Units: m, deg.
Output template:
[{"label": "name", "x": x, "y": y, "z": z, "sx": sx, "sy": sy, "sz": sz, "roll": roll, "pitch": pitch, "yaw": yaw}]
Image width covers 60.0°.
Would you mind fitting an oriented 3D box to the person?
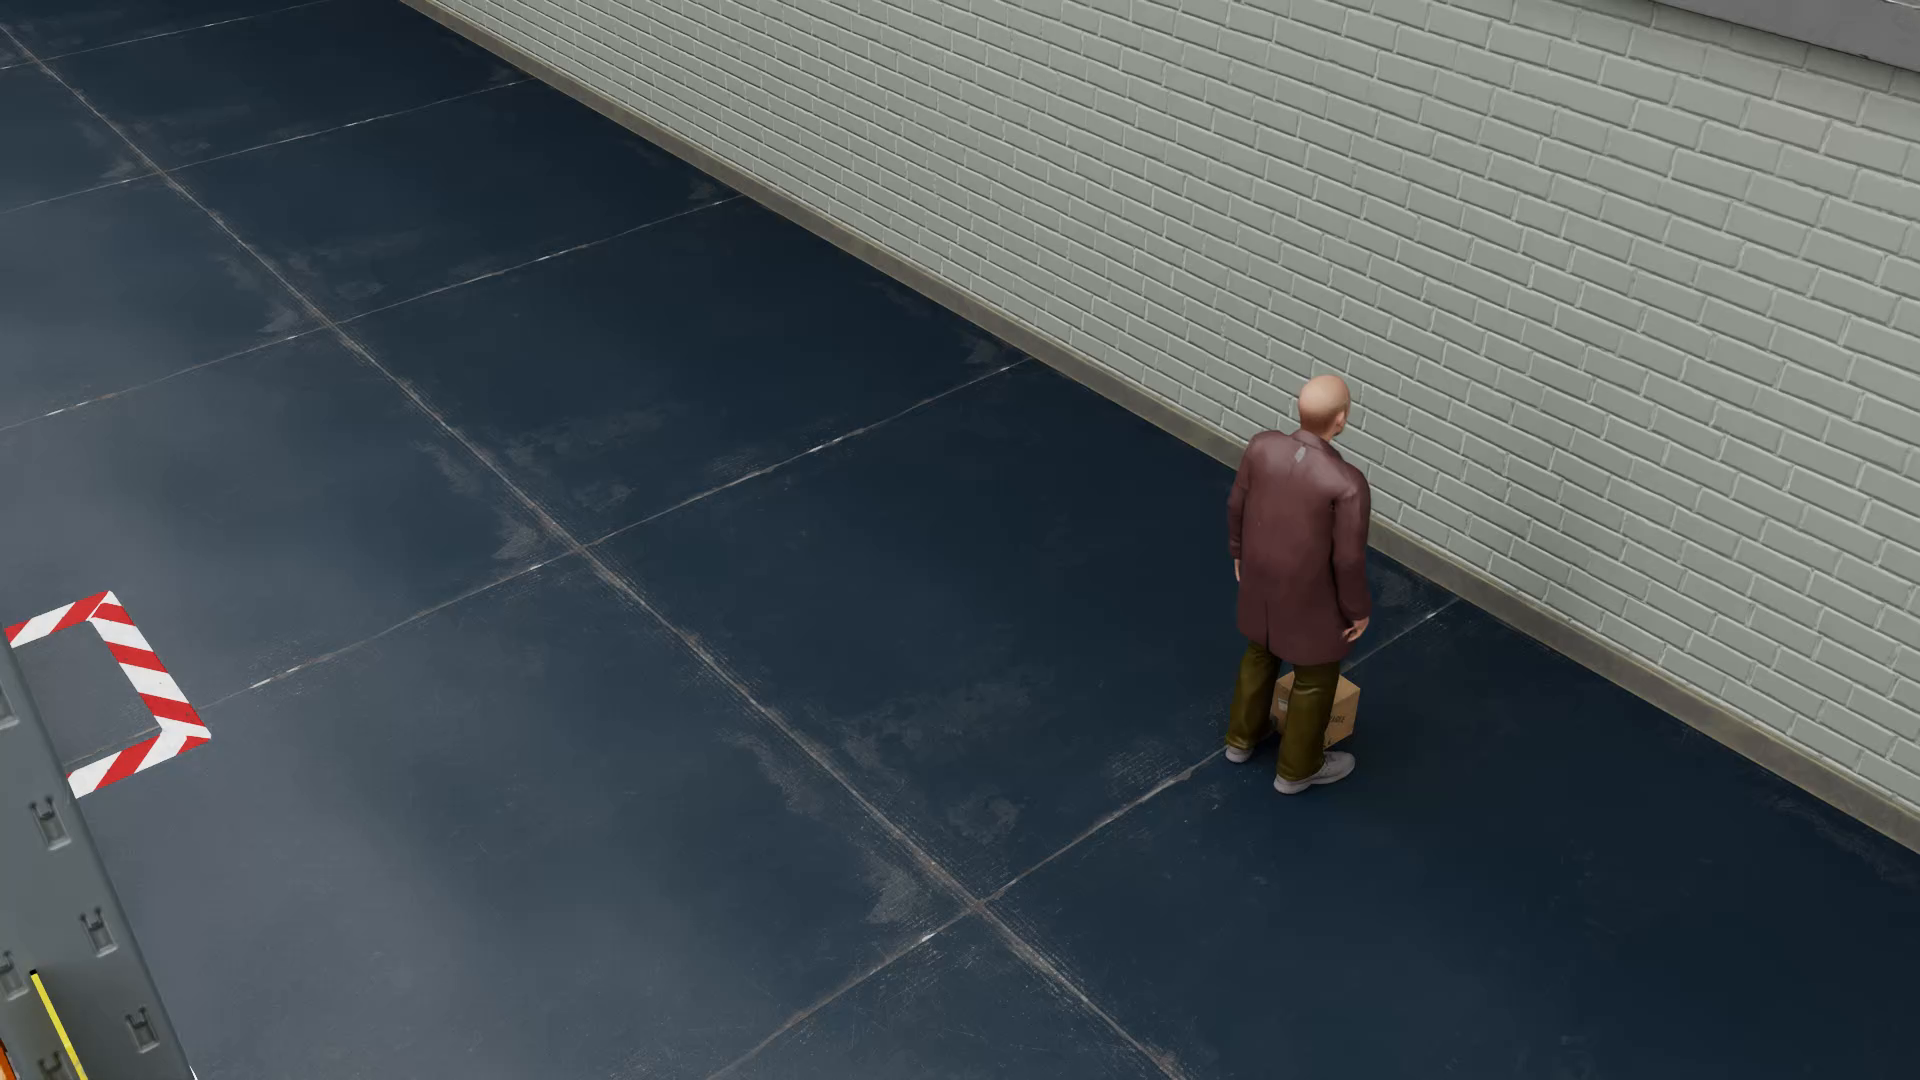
[{"label": "person", "x": 1.292, "y": 0.172, "z": 6.418, "sx": 0.417, "sy": 1.774, "sz": 0.656, "roll": -28, "pitch": 44, "yaw": -33}]
